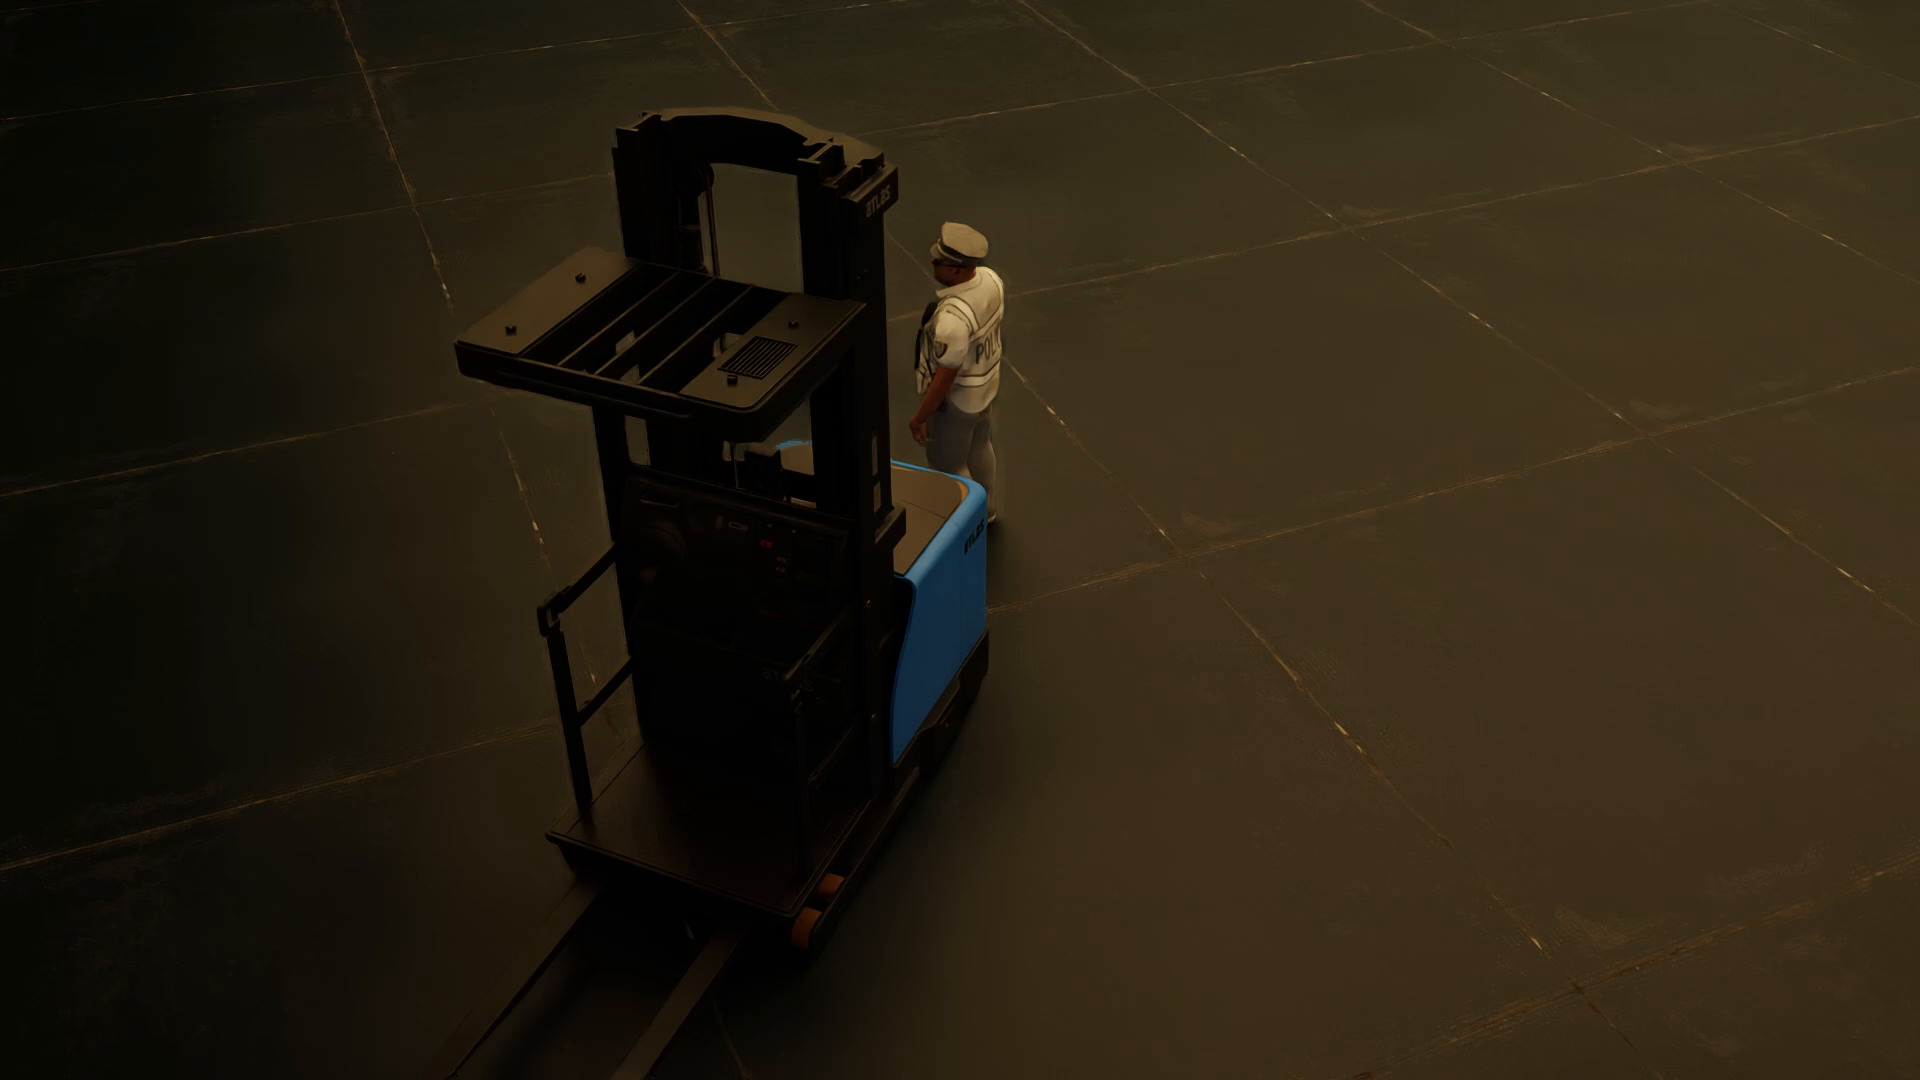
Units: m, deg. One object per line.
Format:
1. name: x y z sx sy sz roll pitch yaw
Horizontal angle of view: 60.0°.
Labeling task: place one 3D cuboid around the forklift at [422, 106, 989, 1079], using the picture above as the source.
1. forklift: -0.922 0.102 5.956 1.130 2.935 3.031 14 38 19

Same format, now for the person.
1. person: -0.018 -0.754 8.158 0.428 1.781 0.748 13 38 18
